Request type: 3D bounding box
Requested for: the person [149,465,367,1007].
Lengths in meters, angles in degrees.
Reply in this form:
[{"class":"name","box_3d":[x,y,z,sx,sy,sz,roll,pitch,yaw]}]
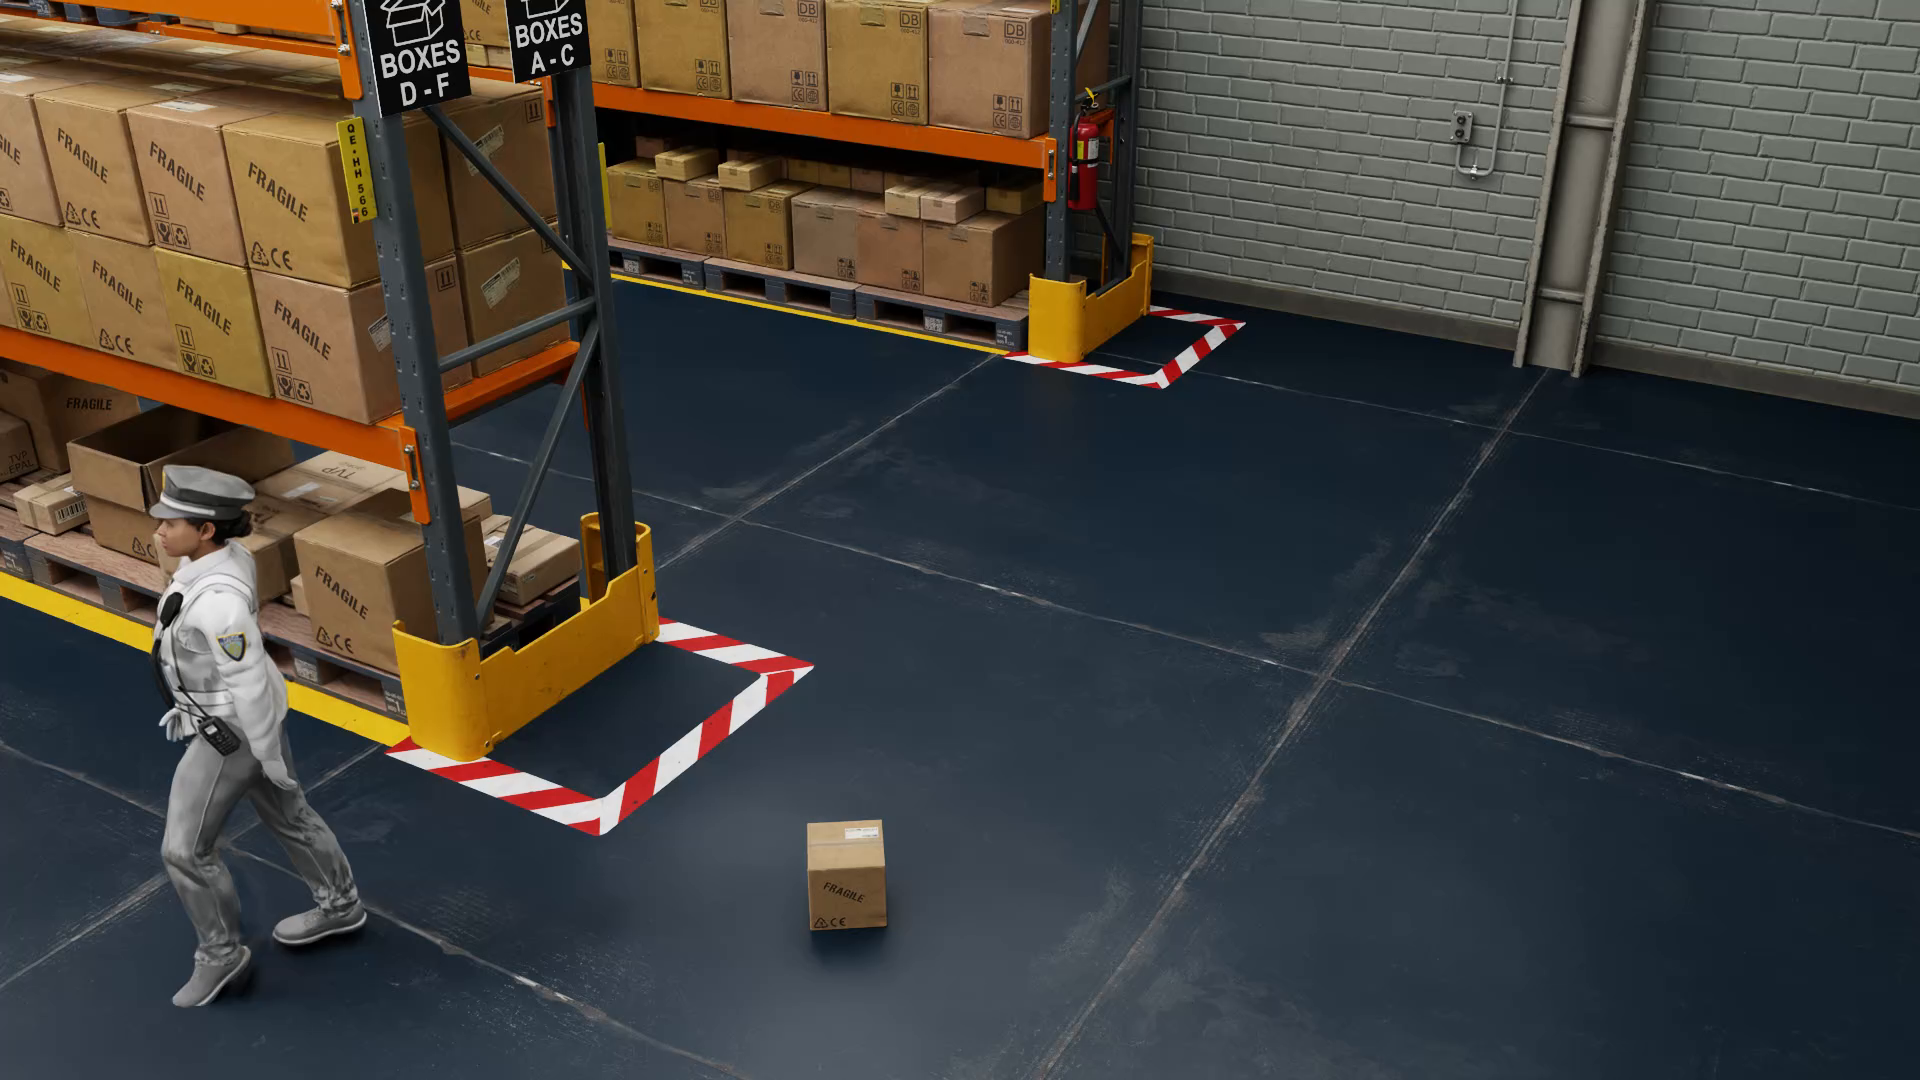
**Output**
[{"class":"person","box_3d":[-2.200,0.585,4.959,0.588,1.744,0.486,-8,28,-16]}]
